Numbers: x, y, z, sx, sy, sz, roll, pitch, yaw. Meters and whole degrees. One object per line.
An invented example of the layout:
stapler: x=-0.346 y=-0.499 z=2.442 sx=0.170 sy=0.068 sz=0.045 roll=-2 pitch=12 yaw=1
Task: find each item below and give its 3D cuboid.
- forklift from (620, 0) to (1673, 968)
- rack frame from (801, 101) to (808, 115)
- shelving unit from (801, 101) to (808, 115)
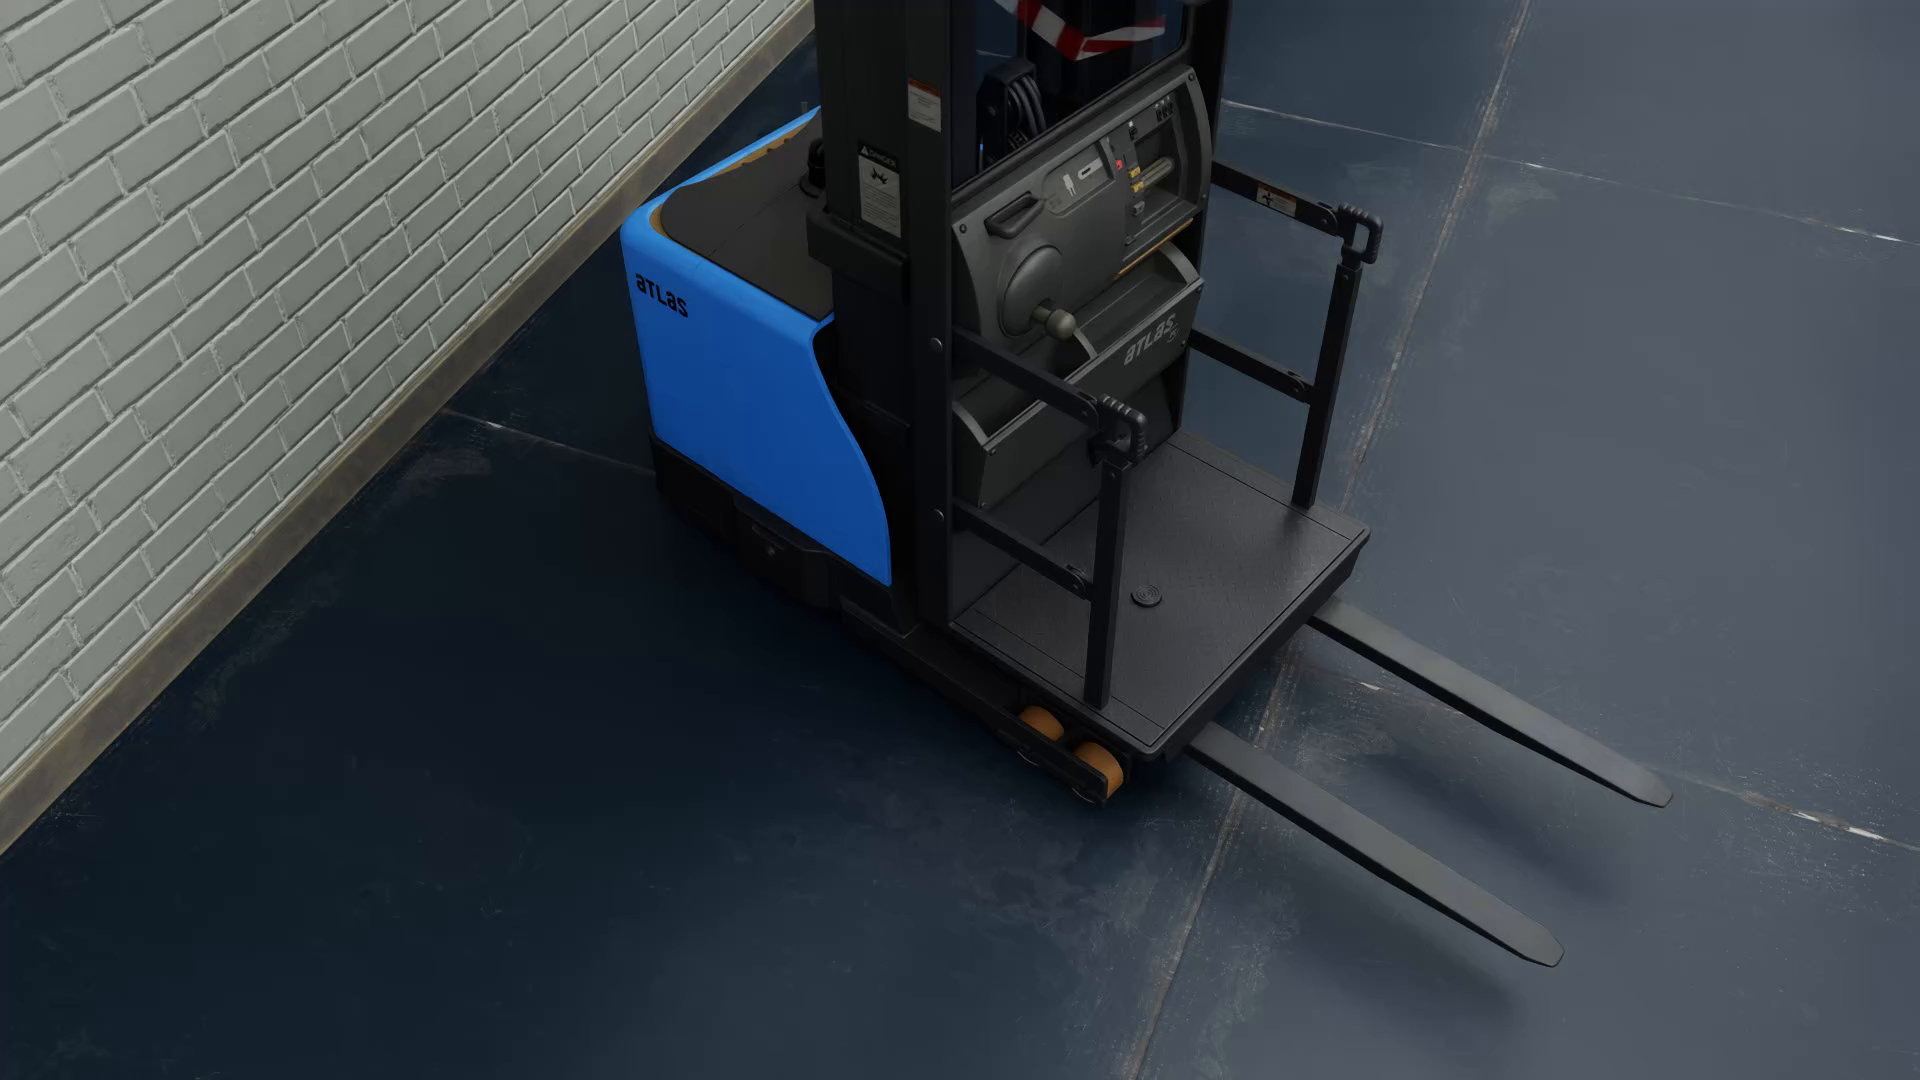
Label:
forklift: x=0.475 y=-0.749 z=3.925 sx=3.031 sy=2.935 sz=1.130 roll=31 pitch=53 yaw=28
rack frame: x=-0.401 y=-1.123 z=5.741 sx=0.240 sy=0.900 sz=0.006 roll=-10 pitch=46 yaw=-10
shelving unit: x=-0.376 y=-1.053 z=5.671 sx=0.258 sy=0.900 sz=0.210 roll=-10 pitch=46 yaw=-10
